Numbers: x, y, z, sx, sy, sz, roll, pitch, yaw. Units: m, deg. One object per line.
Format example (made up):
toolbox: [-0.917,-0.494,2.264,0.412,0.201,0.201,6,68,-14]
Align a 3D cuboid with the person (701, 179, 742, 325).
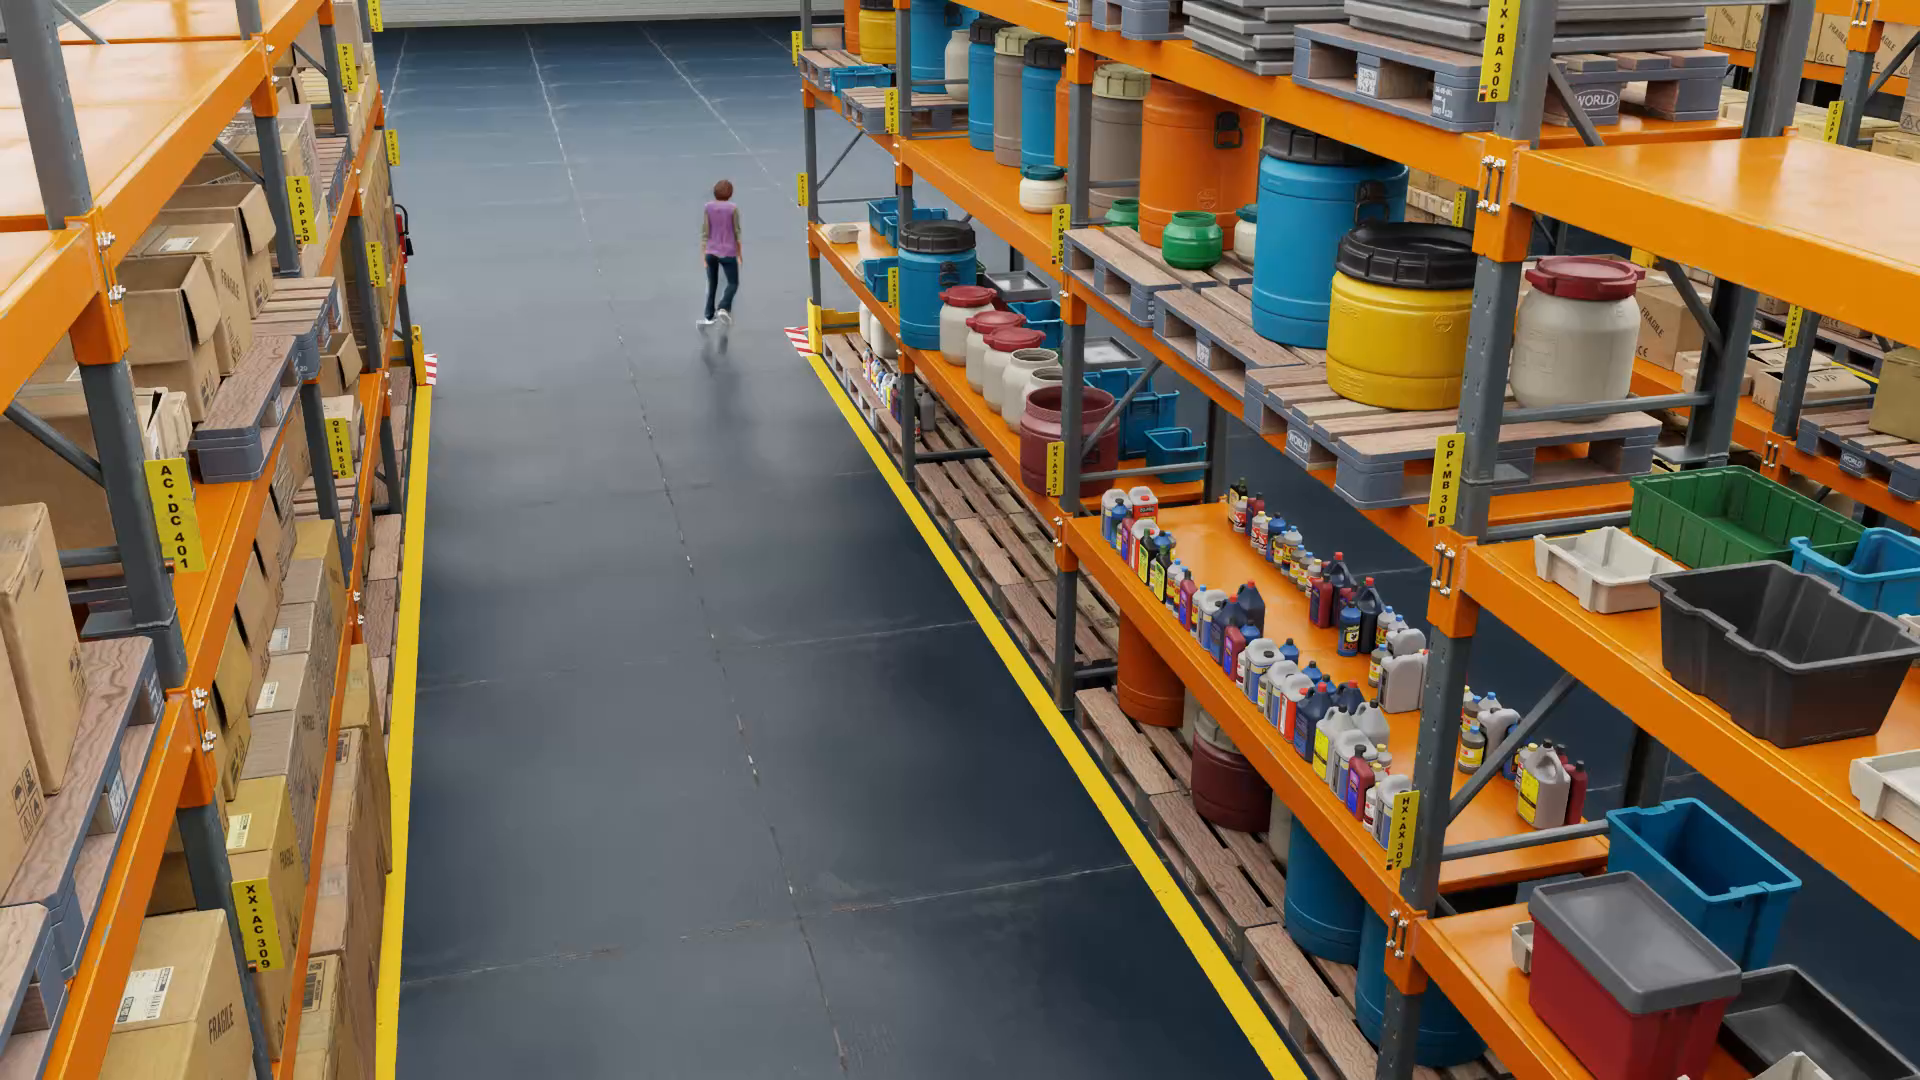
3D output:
person: [-2.564,-3.008,17.638,0.463,1.564,0.693,4,24,8]
